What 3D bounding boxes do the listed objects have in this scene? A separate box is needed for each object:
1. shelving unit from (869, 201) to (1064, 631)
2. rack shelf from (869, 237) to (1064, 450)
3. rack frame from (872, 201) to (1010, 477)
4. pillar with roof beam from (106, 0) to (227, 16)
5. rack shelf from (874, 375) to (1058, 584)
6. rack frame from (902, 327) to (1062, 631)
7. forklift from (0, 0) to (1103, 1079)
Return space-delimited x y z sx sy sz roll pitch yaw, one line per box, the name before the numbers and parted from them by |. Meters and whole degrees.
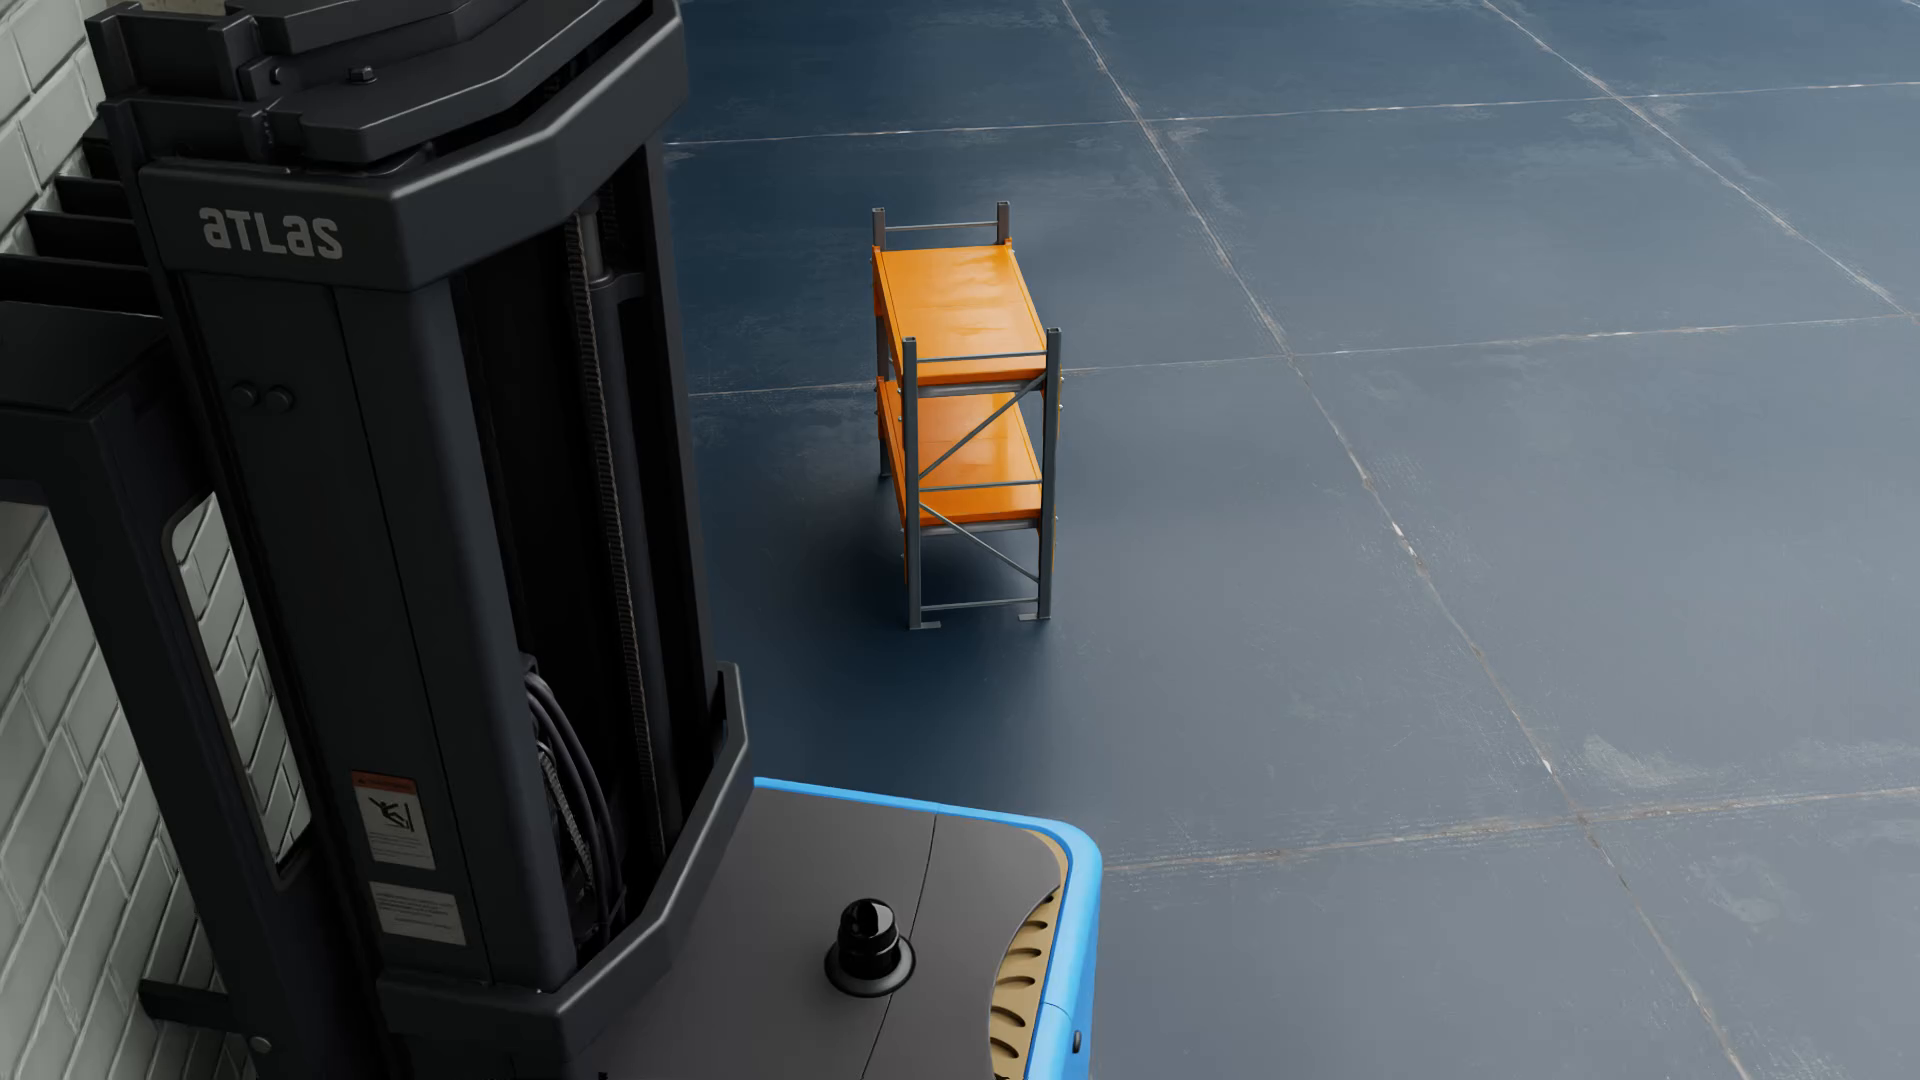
shelving unit | 0.001 -0.461 5.928 0.538 1.125 1.048 -4 35 -6
rack shelf | 0.001 -0.703 5.763 0.538 0.278 1.000 -4 35 -6
rack frame | -0.067 -0.745 6.344 0.500 1.125 0.032 -4 35 -6
pillar with roof beam | 2.857 -2.946 2.583 9.100 9.000 0.400 -4 35 -6
rack shelf | 0.001 -0.259 6.065 0.538 0.278 1.000 -4 35 -6
rack frame | 0.069 -0.177 5.511 0.500 1.125 0.032 -4 35 -6
forklift | -1.262 0.365 3.111 3.031 2.935 1.130 7 35 10
